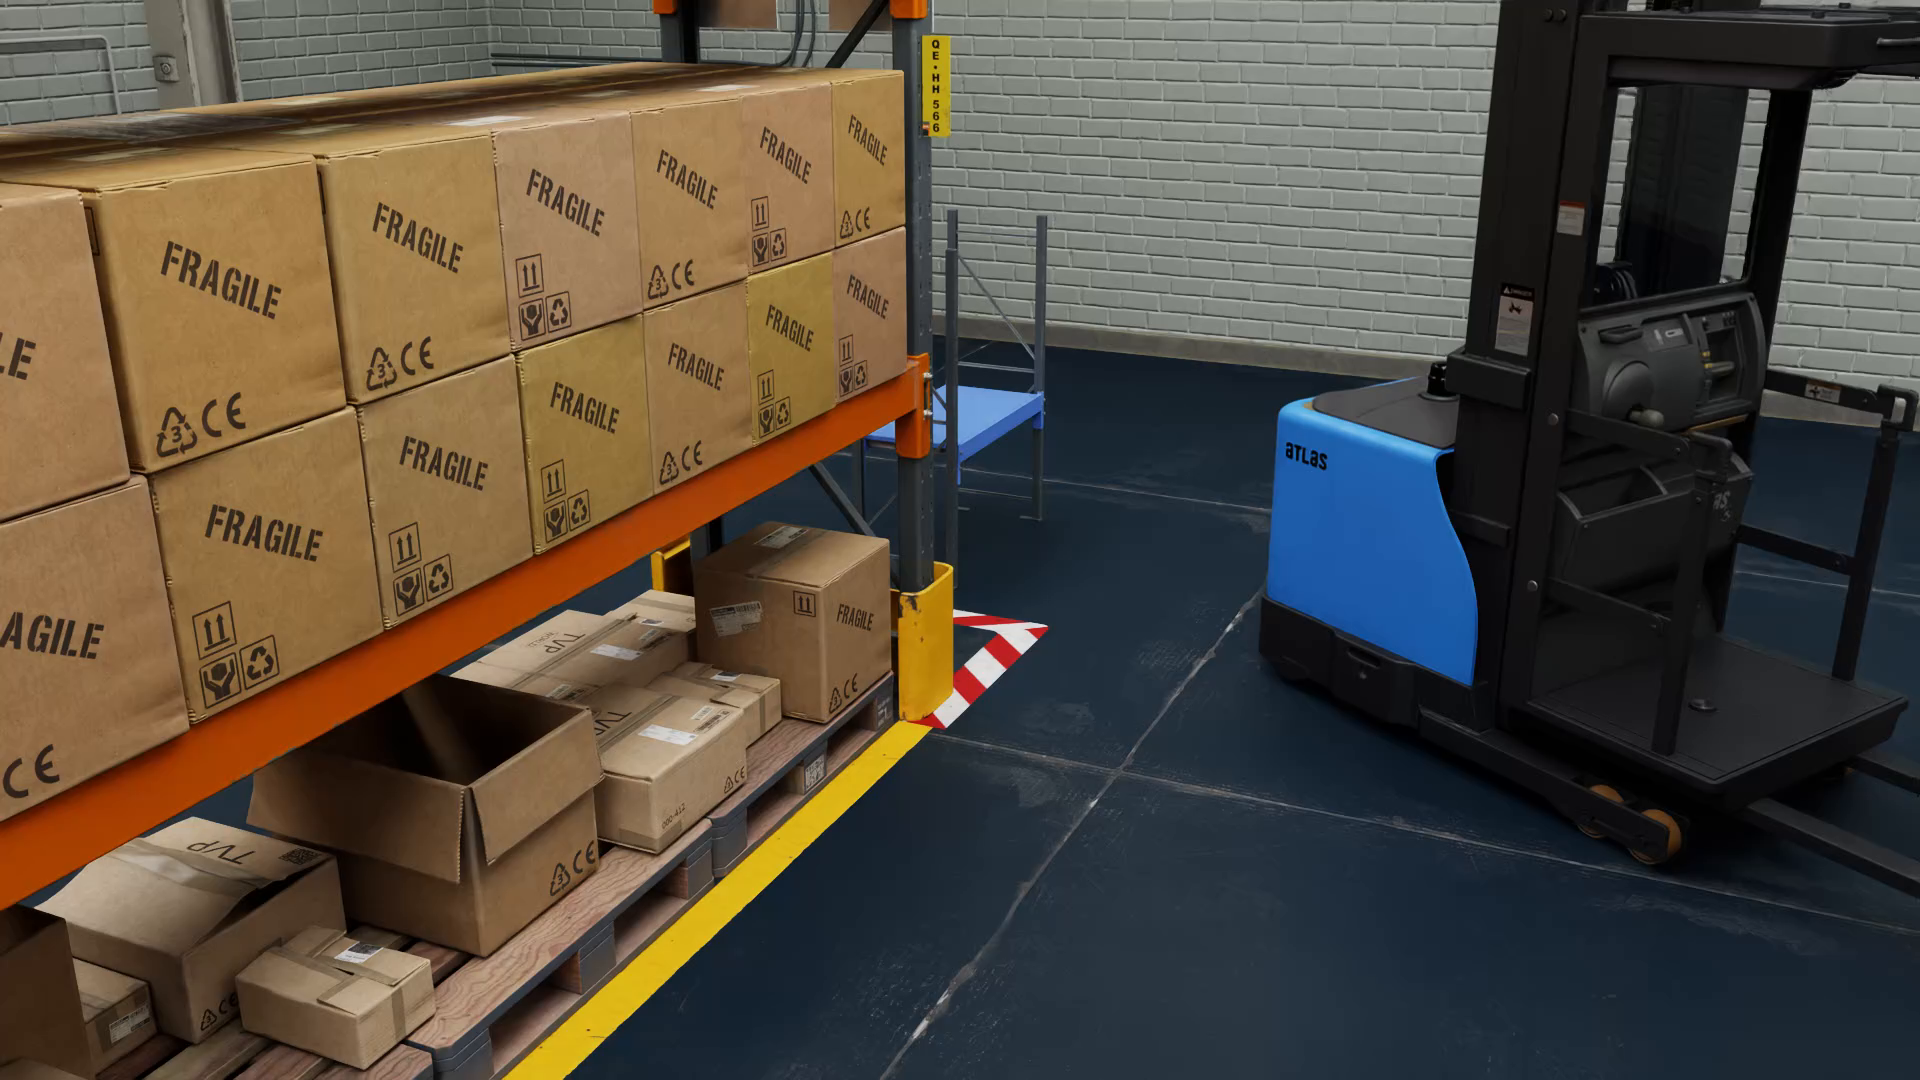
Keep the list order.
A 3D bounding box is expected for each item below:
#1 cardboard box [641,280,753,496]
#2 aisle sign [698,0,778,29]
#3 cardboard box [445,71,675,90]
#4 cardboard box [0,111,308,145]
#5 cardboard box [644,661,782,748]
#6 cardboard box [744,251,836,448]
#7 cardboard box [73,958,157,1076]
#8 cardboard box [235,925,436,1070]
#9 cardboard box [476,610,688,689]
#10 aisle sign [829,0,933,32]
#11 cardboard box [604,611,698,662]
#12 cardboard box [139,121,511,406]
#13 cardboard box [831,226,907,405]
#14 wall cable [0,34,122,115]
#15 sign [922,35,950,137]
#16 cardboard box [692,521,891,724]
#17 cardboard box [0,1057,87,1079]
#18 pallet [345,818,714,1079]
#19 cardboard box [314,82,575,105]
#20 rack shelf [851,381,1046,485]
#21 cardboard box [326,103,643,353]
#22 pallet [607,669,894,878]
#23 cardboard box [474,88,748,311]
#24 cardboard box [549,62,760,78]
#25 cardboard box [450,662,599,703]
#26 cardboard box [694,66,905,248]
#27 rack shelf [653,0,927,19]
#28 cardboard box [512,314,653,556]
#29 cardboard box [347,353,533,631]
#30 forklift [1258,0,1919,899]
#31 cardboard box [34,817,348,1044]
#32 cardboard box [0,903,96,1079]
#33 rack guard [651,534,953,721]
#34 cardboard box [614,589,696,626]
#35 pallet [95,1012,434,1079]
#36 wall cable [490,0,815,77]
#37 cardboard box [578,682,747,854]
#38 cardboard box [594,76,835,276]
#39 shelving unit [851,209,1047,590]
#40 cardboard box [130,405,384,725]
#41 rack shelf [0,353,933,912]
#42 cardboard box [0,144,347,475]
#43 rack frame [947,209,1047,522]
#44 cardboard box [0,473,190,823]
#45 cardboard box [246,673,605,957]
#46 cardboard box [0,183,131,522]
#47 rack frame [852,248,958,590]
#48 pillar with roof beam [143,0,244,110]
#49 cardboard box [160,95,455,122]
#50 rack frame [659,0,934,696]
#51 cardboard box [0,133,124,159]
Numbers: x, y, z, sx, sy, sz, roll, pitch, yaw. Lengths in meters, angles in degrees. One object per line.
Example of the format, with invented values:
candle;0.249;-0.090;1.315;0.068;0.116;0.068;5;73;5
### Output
cardboard box;-0.930;-0.459;4.635;0.500;0.500;0.500;9;21;23
aisle sign;-0.817;-2.183;5.752;0.394;0.787;0.004;9;21;23
cardboard box;-1.206;-1.155;5.099;0.500;0.500;0.500;9;21;23
cardboard box;-1.830;-0.694;3.802;0.500;0.500;0.500;9;21;23
cardboard box;-0.823;0.542;5.541;0.380;0.166;0.250;9;21;23
cardboard box;-0.721;-0.611;5.061;0.500;0.500;0.500;9;21;23
cardboard box;-2.141;1.125;3.926;0.380;0.149;0.250;9;21;23
cardboard box;-1.500;1.089;4.003;0.380;0.166;0.250;9;21;23
cardboard box;-1.263;0.471;5.615;0.500;0.250;0.500;9;21;23
aisle sign;-0.269;-2.101;5.520;0.394;0.787;0.004;9;21;23
cardboard box;-1.164;0.388;5.974;0.380;0.166;0.250;9;21;23
cardboard box;-1.343;-0.613;3.575;0.500;0.500;0.500;8;21;21
cardboard box;-0.512;-0.770;5.509;0.500;0.500;0.500;9;22;24
wall cable;-5.436;-2.576;9.219;0.084;1.984;1.851;9;21;23
sign;-0.079;-1.509;5.537;0.100;0.325;0.005;9;21;23
cardboard box;-0.575;0.273;5.798;0.500;0.500;0.500;9;21;23
cardboard box;-1.846;1.286;3.231;0.500;0.311;0.500;9;21;23
pallet;-1.434;1.055;4.687;1.003;0.211;1.213;9;21;23
cardboard box;-1.416;-1.003;4.671;0.500;0.500;0.500;9;21;23
rack shelf;-0.035;-0.511;7.704;0.538;0.185;1.000;9;21;23
cardboard box;-1.133;-0.771;4.019;0.500;0.500;0.500;9;22;24
pallet;-0.934;0.684;5.732;1.003;0.211;1.213;9;21;23
cardboard box;-0.922;-0.928;4.460;0.500;0.500;0.500;9;22;24
cardboard box;-0.999;-1.316;5.551;0.500;0.500;0.500;9;22;24
cardboard box;-1.468;0.624;5.185;0.500;0.250;0.500;9;21;23
cardboard box;-0.508;-1.242;5.342;0.500;0.500;0.500;8;21;22
rack shelf;-1.396;-1.360;3.914;1.077;0.370;4.000;9;21;23
cardboard box;-1.137;-0.305;4.201;0.500;0.500;0.500;8;21;22
cardboard box;-1.344;-0.150;3.764;0.500;0.500;0.500;8;21;22
forklift;2.406;-0.559;5.167;1.130;2.935;3.031;-13;23;-31
cardboard box;-1.933;0.943;4.198;0.500;0.311;0.500;9;21;23
cardboard box;-2.240;1.083;3.521;0.500;0.500;0.500;9;21;23
rack guard;-0.608;0.304;6.369;1.175;0.500;0.348;9;21;23
cardboard box;-1.062;0.319;6.192;0.380;0.149;0.250;9;21;23
pallet;-1.933;1.430;3.634;1.003;0.211;1.213;9;21;23
wall cable;-2.455;-4.619;12.162;3.097;2.526;0.112;9;21;23
cardboard box;-0.991;0.677;5.035;0.500;0.250;0.500;9;21;23
cardboard box;-0.714;-1.087;4.908;0.500;0.500;0.500;9;22;24
shelving unit;-0.035;-0.681;7.644;0.538;1.500;1.048;9;21;23
cardboard box;-1.551;0.003;3.335;0.500;0.500;0.500;9;21;24
rack shelf;-1.396;0.053;4.417;1.077;0.370;4.000;9;21;23
cardboard box;-1.554;-0.456;3.133;0.500;0.500;0.500;8;21;21
rack frame;0.173;-0.836;8.081;0.500;1.500;0.032;9;21;23
cardboard box;-1.757;0.160;2.893;0.500;0.500;0.500;9;22;24
cardboard box;-1.450;0.719;4.539;0.797;0.503;0.637;9;21;23
cardboard box;-1.765;-0.298;2.689;0.500;0.500;0.500;9;22;24
rack frame;-0.243;-0.525;7.207;0.500;1.500;0.032;9;21;23
pillar with roof beam;-0.854;-4.756;7.912;9.100;9.000;0.400;9;21;23
cardboard box;-1.623;-0.848;4.234;0.500;0.500;0.500;8;21;22
rack frame;-0.577;-0.897;6.015;1.000;3.000;0.127;9;21;23
cardboard box;-2.037;-0.540;3.369;0.500;0.500;0.500;8;21;22
